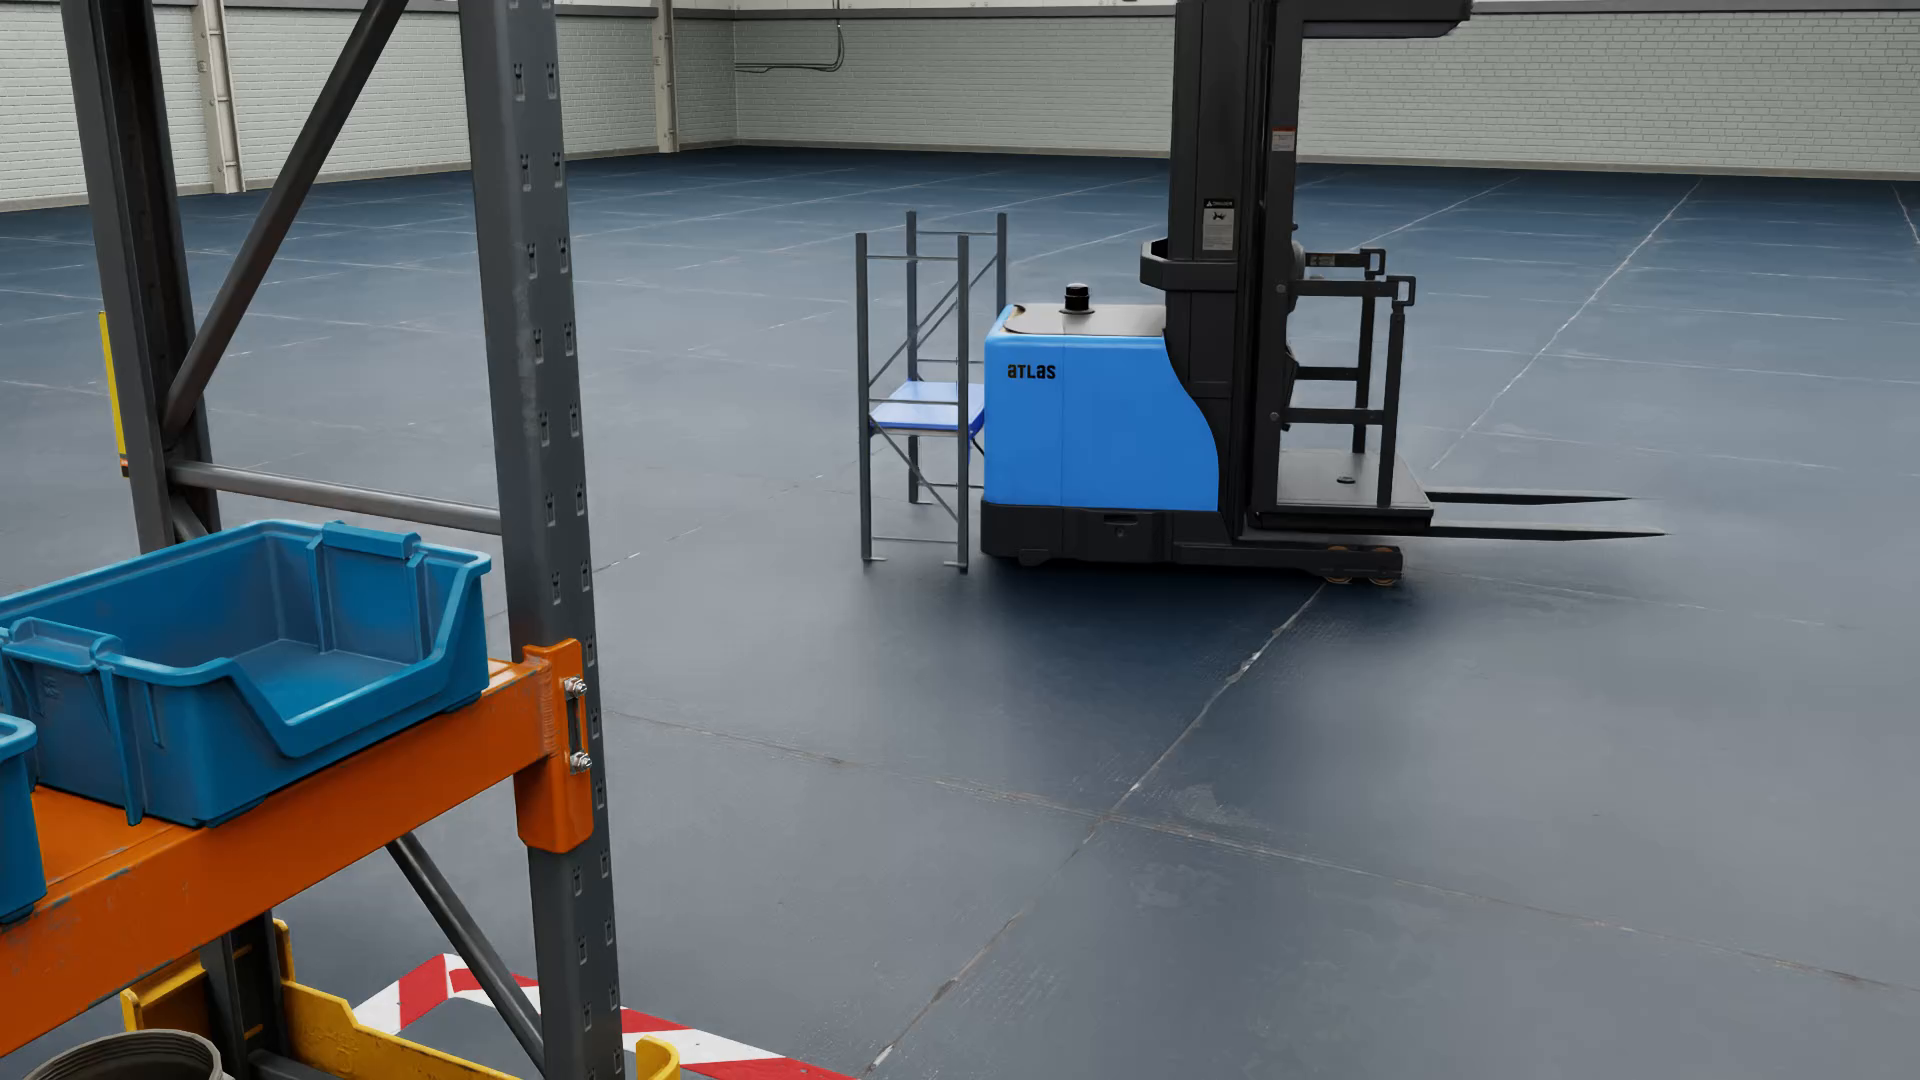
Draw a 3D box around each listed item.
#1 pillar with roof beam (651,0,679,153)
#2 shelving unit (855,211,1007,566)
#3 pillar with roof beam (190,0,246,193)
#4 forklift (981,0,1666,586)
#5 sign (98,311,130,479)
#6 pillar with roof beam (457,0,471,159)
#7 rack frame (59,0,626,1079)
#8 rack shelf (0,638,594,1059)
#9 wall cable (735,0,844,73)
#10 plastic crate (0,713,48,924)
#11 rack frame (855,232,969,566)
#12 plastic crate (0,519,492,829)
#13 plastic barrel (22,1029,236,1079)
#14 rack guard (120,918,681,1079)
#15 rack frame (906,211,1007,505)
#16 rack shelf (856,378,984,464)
[{"bbox_3d":[-2.702,-12.497,34.295,9.100,9.000,0.400,8,18,25],"label":"pillar with roof beam"},{"bbox_3d":[-0.114,-0.758,7.943,0.538,1.500,1.048,3,17,10],"label":"shelving unit"},{"bbox_3d":[-8.064,-9.440,24.004,9.100,9.000,0.400,8,18,25],"label":"pillar with roof beam"},{"bbox_3d":[1.649,-1.363,7.466,3.031,2.935,1.130,2,17,6],"label":"forklift"},{"bbox_3d":[-1.592,-0.272,3.187,0.100,0.325,0.005,8,18,25],"label":"sign"},{"bbox_3d":[-5.383,-10.969,29.149,9.100,9.000,0.400,8,18,25],"label":"pillar with roof beam"},{"bbox_3d":[-1.105,-0.069,2.988,0.949,2.616,0.053,8,18,25],"label":"rack frame"},{"bbox_3d":[-1.996,0.786,1.374,1.077,0.370,4.000,8,18,25],"label":"rack shelf"},{"bbox_3d":[-4.054,-12.138,38.541,3.097,2.526,0.112,8,18,25],"label":"wall cable"},{"bbox_3d":[-1.353,0.333,1.896,0.499,0.251,0.408,8,18,25],"label":"plastic crate"},{"bbox_3d":[-0.210,-0.616,7.464,0.500,1.500,0.032,3,17,10],"label":"rack frame"},{"bbox_3d":[-1.058,0.168,2.451,0.499,0.251,0.616,8,18,25],"label":"plastic crate"},{"bbox_3d":[-1.328,1.100,2.684,0.421,0.512,0.421,0,17,0],"label":"plastic barrel"},{"bbox_3d":[-1.094,1.155,3.258,1.175,0.500,0.348,8,18,25],"label":"rack guard"},{"bbox_3d":[-0.017,-0.900,8.421,0.500,1.500,0.032,3,17,10],"label":"rack frame"},{"bbox_3d":[-0.114,-0.586,7.994,0.538,0.185,1.000,3,17,10],"label":"rack shelf"}]
